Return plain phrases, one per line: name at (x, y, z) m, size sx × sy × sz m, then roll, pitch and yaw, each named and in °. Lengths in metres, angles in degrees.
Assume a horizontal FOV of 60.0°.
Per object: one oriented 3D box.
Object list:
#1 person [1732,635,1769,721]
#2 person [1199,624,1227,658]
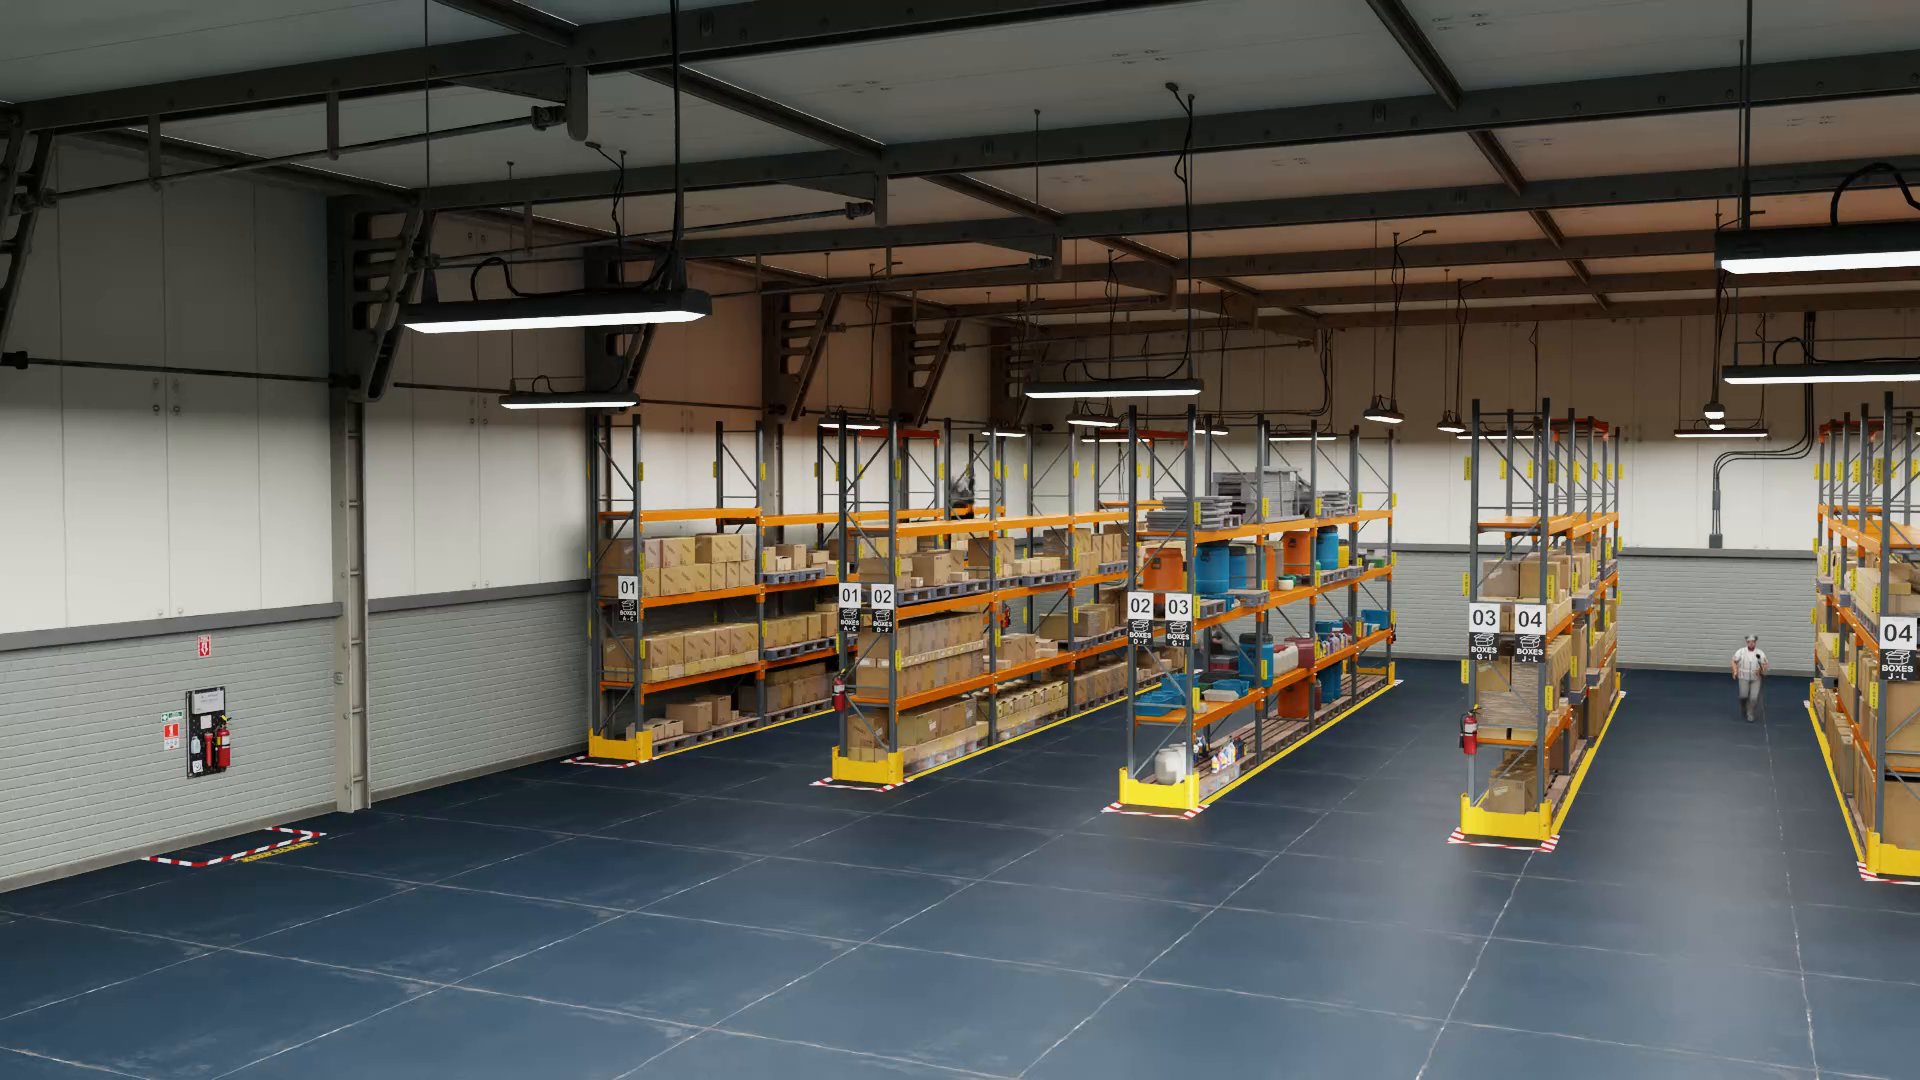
person at (15.827, 2.761, 33.313) m, size 0.667 × 1.738 × 0.595 m, roll 1°, pitch 3°, yaw 23°
person at (5.686, 2.605, 37.376) m, size 0.628 × 1.784 × 0.776 m, roll 0°, pitch 2°, yaw 11°
